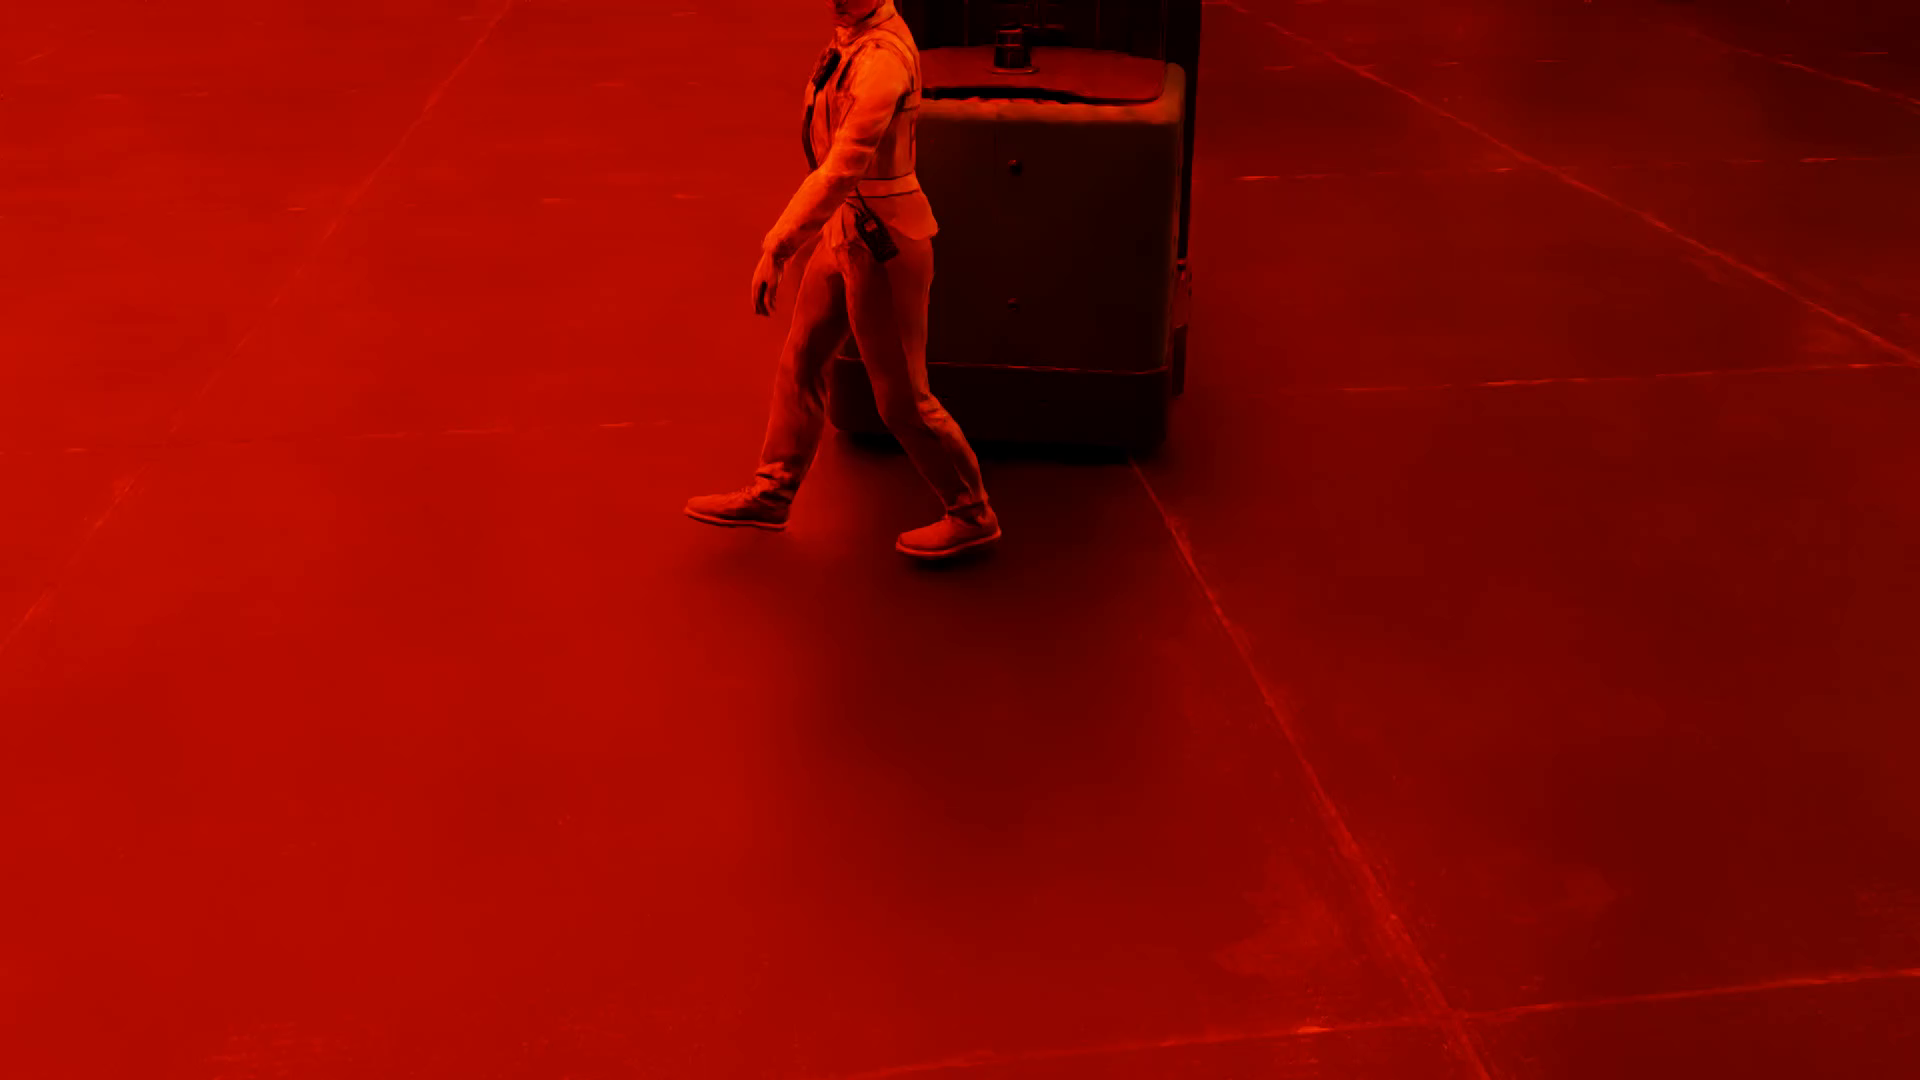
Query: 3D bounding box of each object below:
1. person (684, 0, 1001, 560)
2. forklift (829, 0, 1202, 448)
[{"bbox_3d":[-0.322,-0.733,4.186,0.830,1.619,0.617,-5,26,-11],"label":"person"},{"bbox_3d":[0.323,-2.209,5.813,1.130,2.935,3.031,4,26,8],"label":"forklift"}]
